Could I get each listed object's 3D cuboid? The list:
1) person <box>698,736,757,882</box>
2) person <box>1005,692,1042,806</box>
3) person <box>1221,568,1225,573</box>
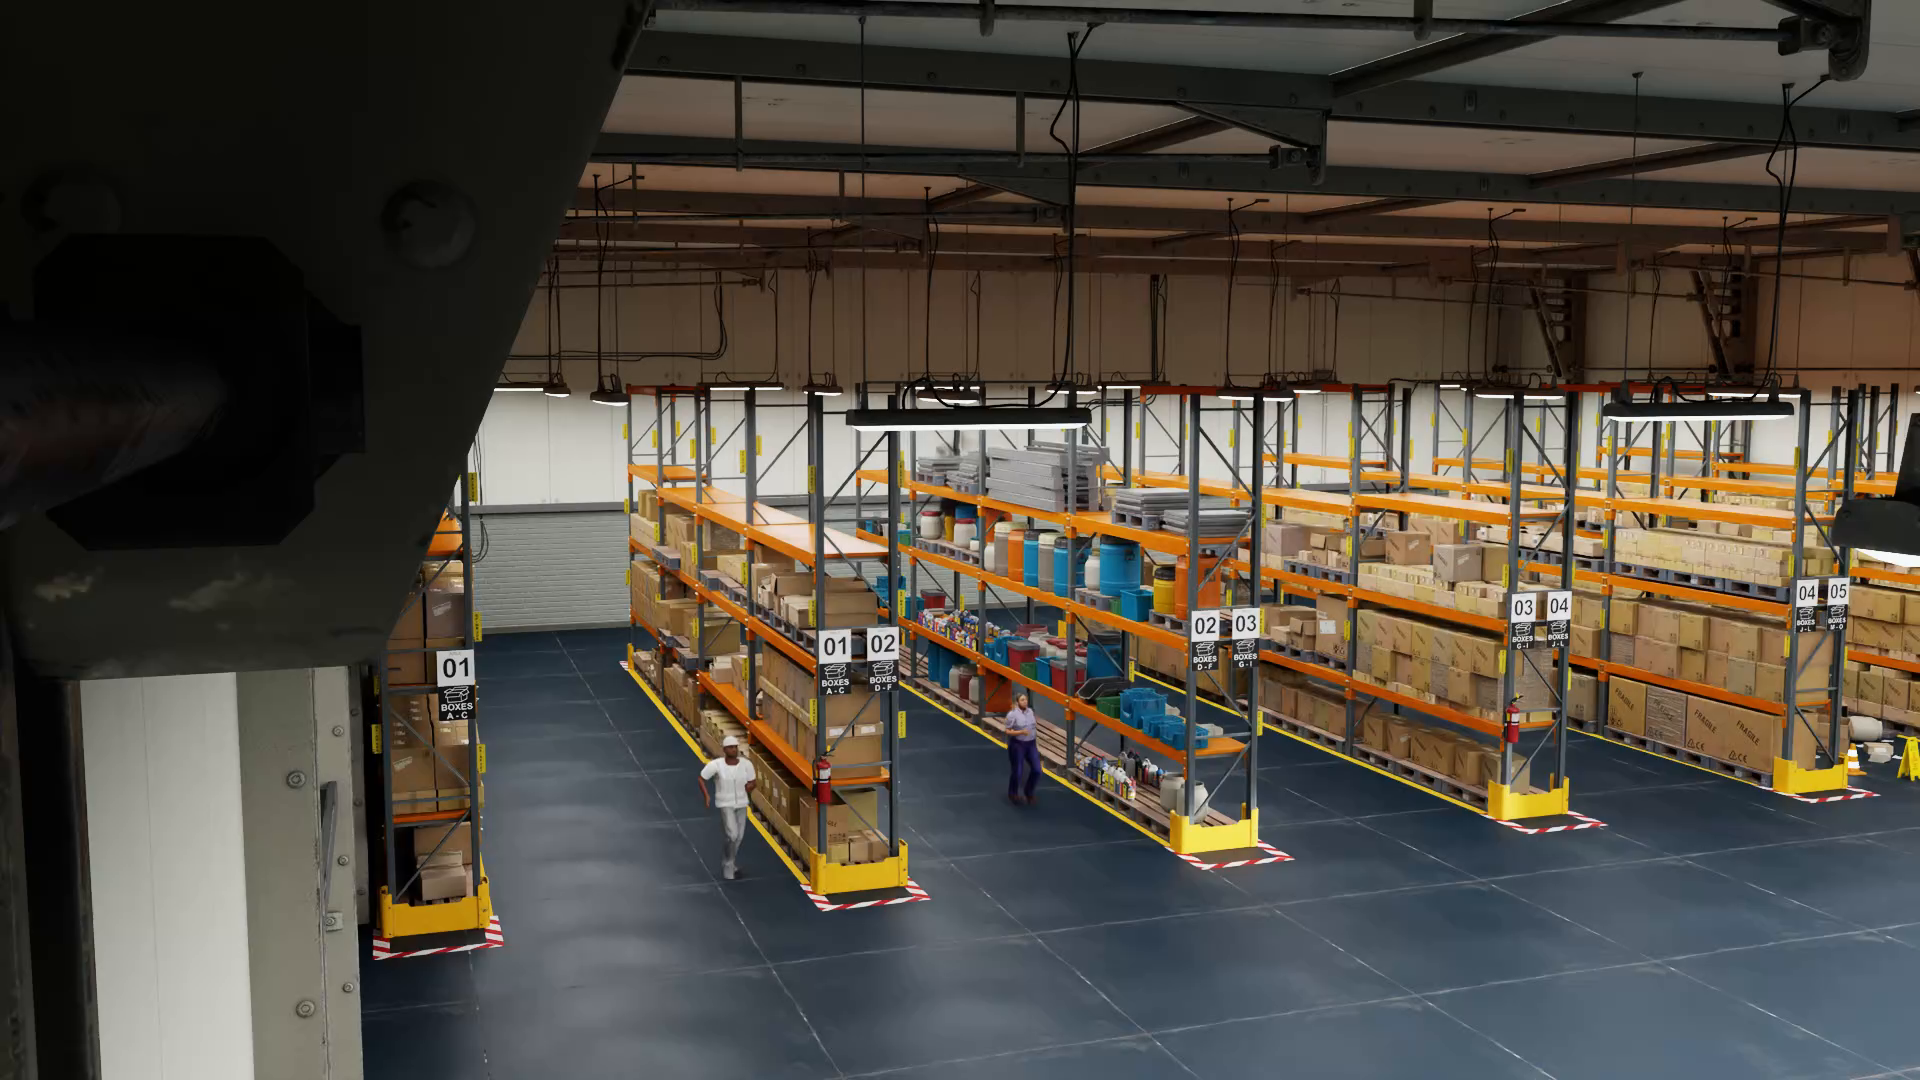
[{"bbox_3d":[-2.832,3.328,20.684,0.669,1.779,0.659,-4,7,-31],"label":"person"},{"bbox_3d":[0.928,3.084,24.095,0.586,1.592,0.661,-3,7,-26],"label":"person"},{"bbox_3d":[6.024,1.487,39.181,0.687,1.677,0.856,0,6,-4],"label":"person"}]
